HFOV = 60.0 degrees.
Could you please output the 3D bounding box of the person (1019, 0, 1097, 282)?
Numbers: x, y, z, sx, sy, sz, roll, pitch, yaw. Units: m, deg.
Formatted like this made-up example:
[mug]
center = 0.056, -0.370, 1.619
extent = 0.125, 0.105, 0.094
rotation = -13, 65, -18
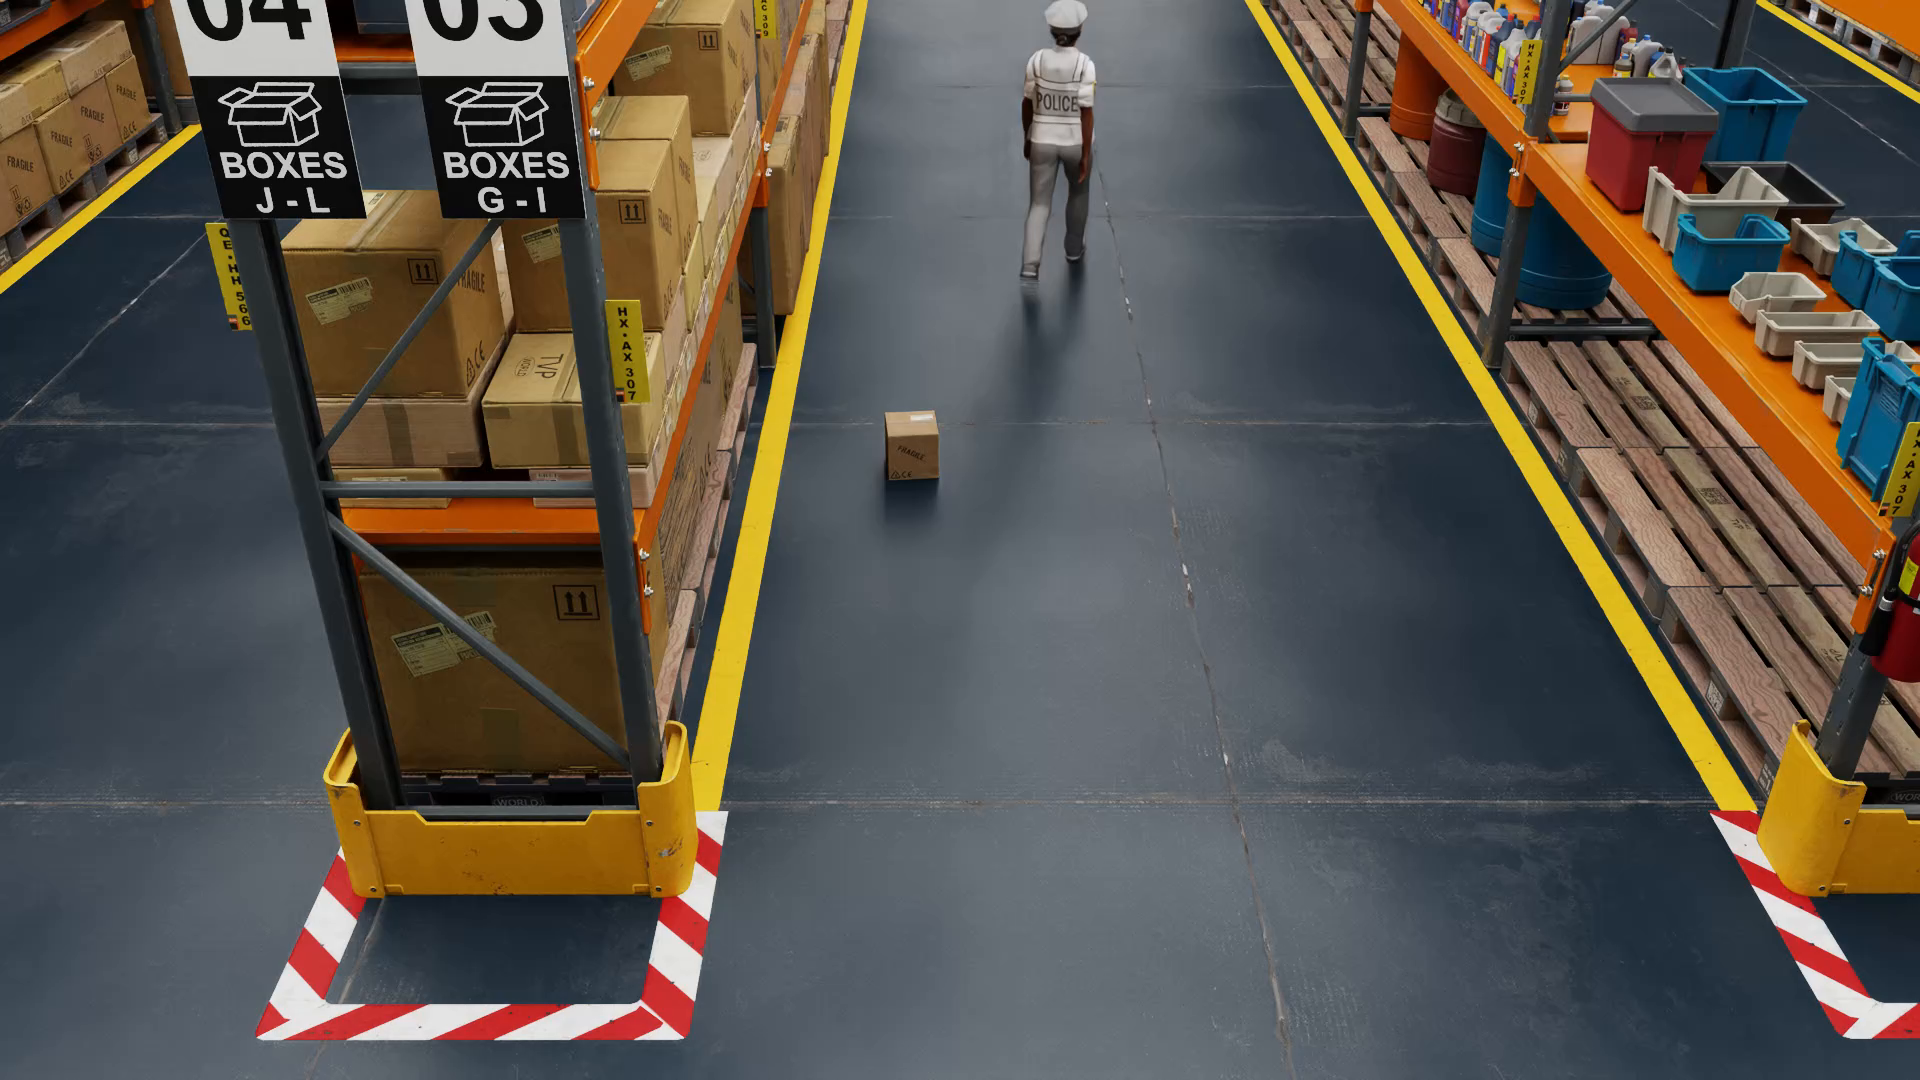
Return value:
[person]
center = 0.579, -2.376, 9.951
extent = 0.456, 1.638, 0.961
rotation = 7, 32, 11
